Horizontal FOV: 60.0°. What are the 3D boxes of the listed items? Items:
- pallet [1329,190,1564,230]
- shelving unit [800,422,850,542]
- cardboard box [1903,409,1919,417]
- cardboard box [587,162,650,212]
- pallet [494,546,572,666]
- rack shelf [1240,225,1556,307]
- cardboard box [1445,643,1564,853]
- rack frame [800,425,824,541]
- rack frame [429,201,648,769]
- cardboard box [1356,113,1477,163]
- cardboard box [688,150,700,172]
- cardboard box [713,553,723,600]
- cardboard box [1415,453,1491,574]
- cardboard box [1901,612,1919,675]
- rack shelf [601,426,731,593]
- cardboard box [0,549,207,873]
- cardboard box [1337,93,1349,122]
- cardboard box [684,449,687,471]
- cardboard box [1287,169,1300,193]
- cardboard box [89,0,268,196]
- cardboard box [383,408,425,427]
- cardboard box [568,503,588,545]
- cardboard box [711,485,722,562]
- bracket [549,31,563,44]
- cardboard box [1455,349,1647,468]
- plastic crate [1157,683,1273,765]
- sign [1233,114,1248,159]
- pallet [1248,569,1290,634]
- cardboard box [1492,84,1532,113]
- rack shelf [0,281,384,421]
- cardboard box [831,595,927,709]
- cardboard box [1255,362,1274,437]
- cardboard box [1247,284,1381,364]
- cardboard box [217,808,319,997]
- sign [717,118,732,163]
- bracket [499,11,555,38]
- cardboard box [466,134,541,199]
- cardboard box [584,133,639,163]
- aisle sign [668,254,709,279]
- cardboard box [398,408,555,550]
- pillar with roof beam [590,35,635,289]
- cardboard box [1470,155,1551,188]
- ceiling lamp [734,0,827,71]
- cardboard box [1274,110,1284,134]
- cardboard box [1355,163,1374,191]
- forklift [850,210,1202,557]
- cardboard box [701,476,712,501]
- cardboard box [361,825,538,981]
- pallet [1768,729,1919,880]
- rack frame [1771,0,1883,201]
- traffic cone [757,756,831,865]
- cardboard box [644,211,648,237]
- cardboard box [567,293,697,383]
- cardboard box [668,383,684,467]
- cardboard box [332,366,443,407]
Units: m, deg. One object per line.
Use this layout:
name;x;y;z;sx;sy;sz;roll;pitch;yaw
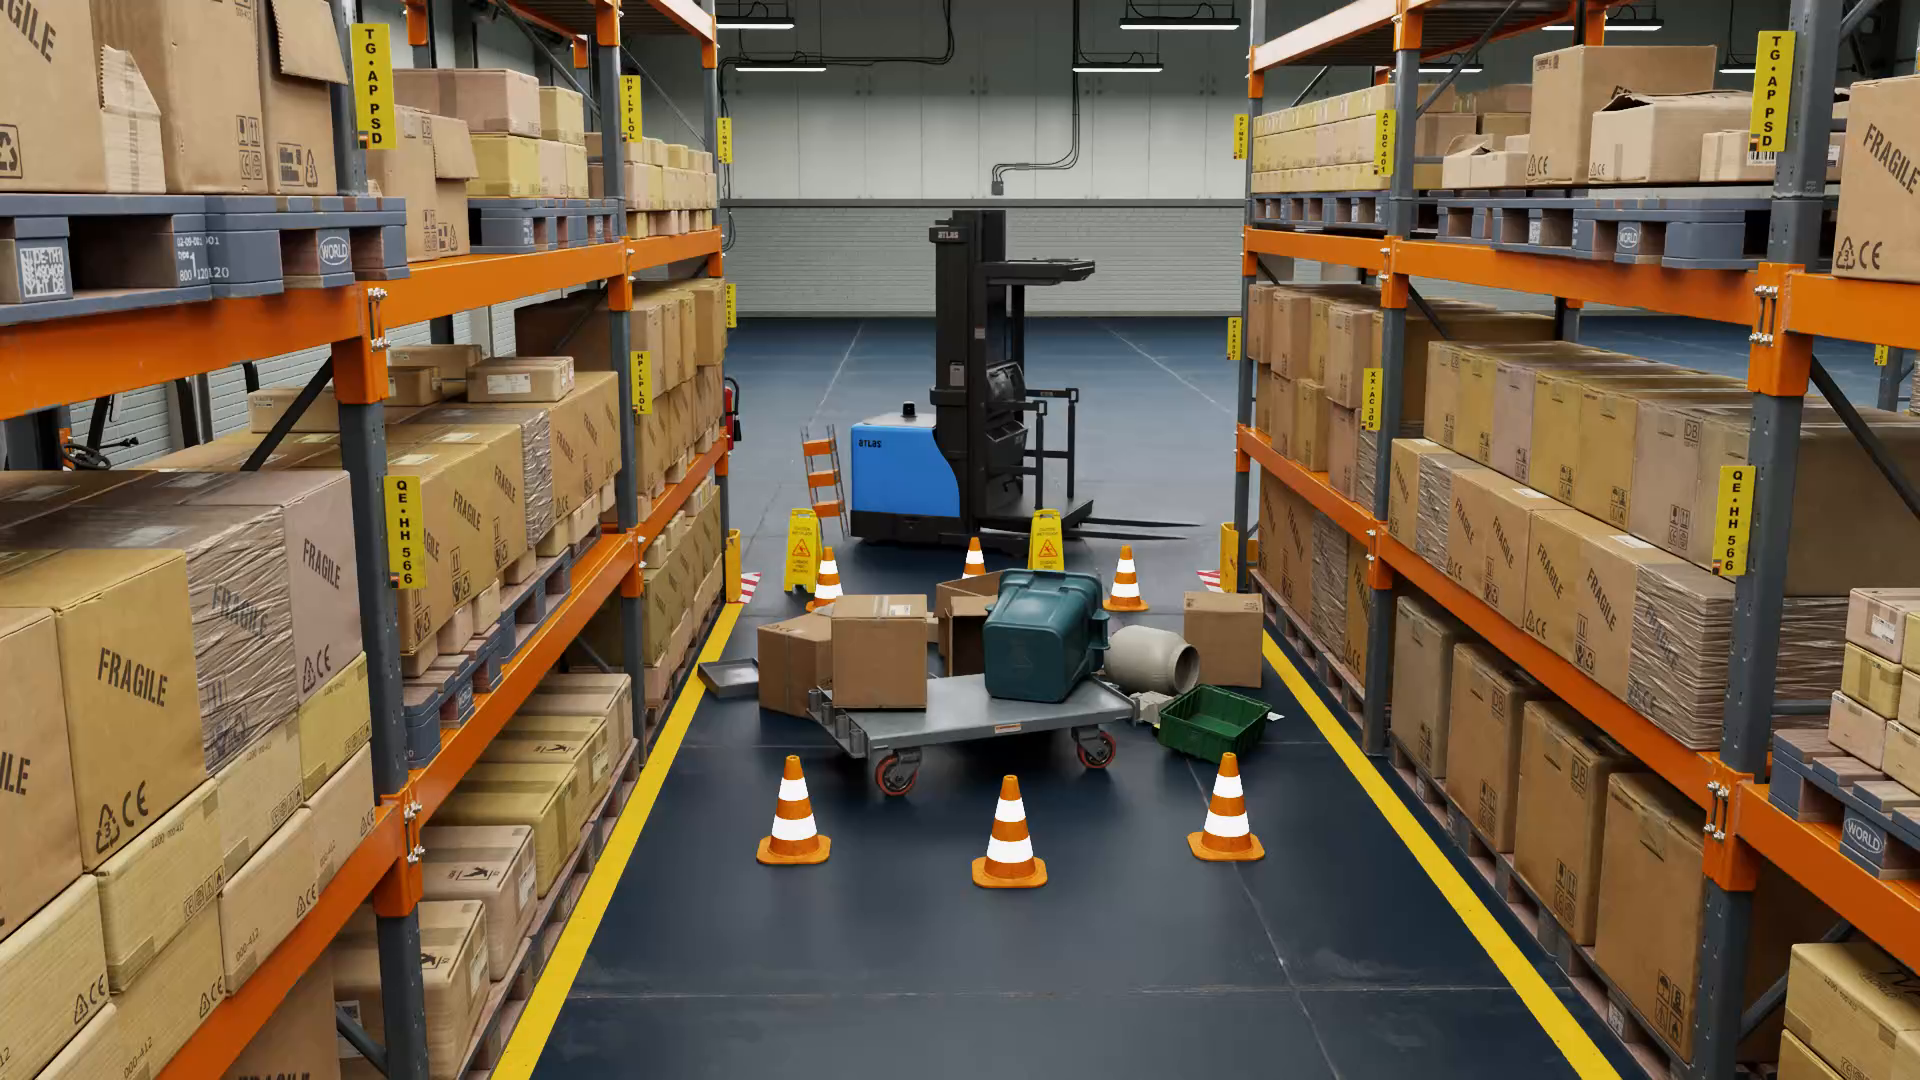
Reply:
pallet;2.733;-1.875;9.438;1.003;0.211;1.213;0;11;-1
shelving unit;-1.204;-0.505;14.844;0.252;1.050;0.215;-5;10;11
cardboard box;7.386;-0.901;12.587;0.380;0.149;0.250;0;11;-1
cardboard box;-1.942;-1.877;8.850;0.500;0.250;0.500;0;11;-2
pallet;-2.206;0.250;6.765;1.003;0.211;1.213;0;11;-1
rack shelf;2.699;-1.801;10.658;1.077;0.370;4.000;0;11;-1
cardboard box;2.859;0.925;7.556;1.050;0.750;0.750;0;11;-1
rack frame;-1.323;-0.493;14.868;0.008;1.050;0.200;-5;10;11
rack frame;-2.207;-0.246;8.726;1.000;3.000;0.127;0;11;-1
cardboard box;2.473;-2.180;9.038;0.500;0.250;0.500;0;11;-2
cardboard box;-1.997;-2.611;11.464;0.380;0.149;0.250;0;11;-2
cardboard box;-2.003;0.265;12.067;0.500;0.250;0.500;0;11;-1
cardboard box;2.493;-0.129;7.900;0.500;0.500;0.500;0;11;-1
cardboard box;2.647;0.281;4.210;0.380;0.149;0.250;-1;11;-3
rack shelf;-2.248;-0.291;10.757;1.077;0.370;4.000;0;11;-1
cardboard box;-1.830;0.313;3.207;0.500;0.500;0.500;0;11;-1
cardboard box;2.399;-2.500;9.612;0.380;0.149;0.250;0;11;0
cardboard box;-1.943;-0.491;10.566;0.380;0.149;0.250;0;11;-1
cardboard box;2.370;-2.363;10.941;0.380;0.149;0.250;0;11;-2
cardboard box;-1.914;-0.979;3.491;0.700;0.500;0.500;-1;11;-4
cardboard box;-2.455;-0.252;6.701;0.500;0.500;0.500;-1;11;-3
cardboard box;-1.883;-0.073;7.451;0.380;0.149;0.250;0;11;-1
cardboard box;-2.012;-0.108;12.023;0.500;0.500;0.500;0;11;-1
bracket;-8.271;-10.272;34.003;0.235;0.232;0.430;0;11;-1
cardboard box;2.769;-0.624;7.826;0.700;0.500;0.500;0;11;-2
plastic crate;1.426;1.035;9.343;0.450;0.188;0.662;17;18;26
sign;2.102;-3.017;12.446;0.100;0.325;0.005;0;11;-1
pallet;2.752;0.444;12.340;1.003;0.211;1.213;0;11;-1
cardboard box;3.072;-2.352;8.885;0.380;0.149;0.250;0;11;-1
rack shelf;-2.083;-0.171;2.620;1.077;0.370;4.000;0;11;-1
cardboard box;-0.428;0.595;8.965;0.500;0.500;0.500;0;11;-1
cardboard box;2.710;-1.081;12.467;0.875;0.550;0.550;0;11;-1
cardboard box;2.626;-1.610;12.358;0.875;0.550;0.550;0;11;-1
cardboard box;-1.828;0.824;3.831;0.500;0.250;0.500;0;11;0
sign;-1.734;-2.943;12.251;0.100;0.325;0.005;0;11;-1
bracket;-8.218;-9.759;31.478;0.076;0.066;4.783;0;11;-1
cardboard box;-2.035;-1.531;6.836;0.500;0.250;0.500;0;11;0
cardboard box;-1.887;-2.047;8.689;0.380;0.149;0.250;0;11;-2
aisle sign;-2.001;-2.328;12.454;0.394;0.787;0.004;0;11;-1
cardboard box;-1.940;-0.250;6.692;0.500;0.500;0.500;-1;11;-3
pillar with roof beam;-4.455;-9.799;40.726;9.100;9.000;0.548;0;11;-1
cardboard box;2.513;-1.681;7.579;0.250;0.149;0.380;0;11;-1
ceiling lamp;-3.931;-11.893;36.369;2.000;3.185;0.800;0;11;-1
cardboard box;2.360;-2.855;11.363;0.380;0.149;0.250;0;11;-1
cardboard box;2.407;-2.009;9.198;0.380;0.149;0.250;0;11;0
forklift;0.591;-1.395;14.562;3.031;2.935;1.130;4;12;19
cardboard box;-1.938;-0.354;11.600;0.380;0.149;0.250;0;11;0
cardboard box;-2.149;1.372;6.303;0.950;0.372;0.625;0;11;-2
pallet;2.944;0.744;4.329;1.213;0.211;1.003;0;11;-1
rack frame;2.823;-2.431;4.410;1.000;3.000;0.127;0;11;-1
traffic cone;-0.782;1.238;7.792;0.336;0.463;0.334;0;11;-1
cardboard box;-1.999;-1.807;9.508;0.380;0.149;0.250;0;11;1
cardboard box;-1.971;-1.220;10.016;0.700;0.500;0.500;0;11;-2
cardboard box;-1.968;-0.729;10.107;0.500;0.500;0.500;0;11;-2
cardboard box;-2.425;-0.654;7.050;0.380;0.149;0.250;0;11;2
